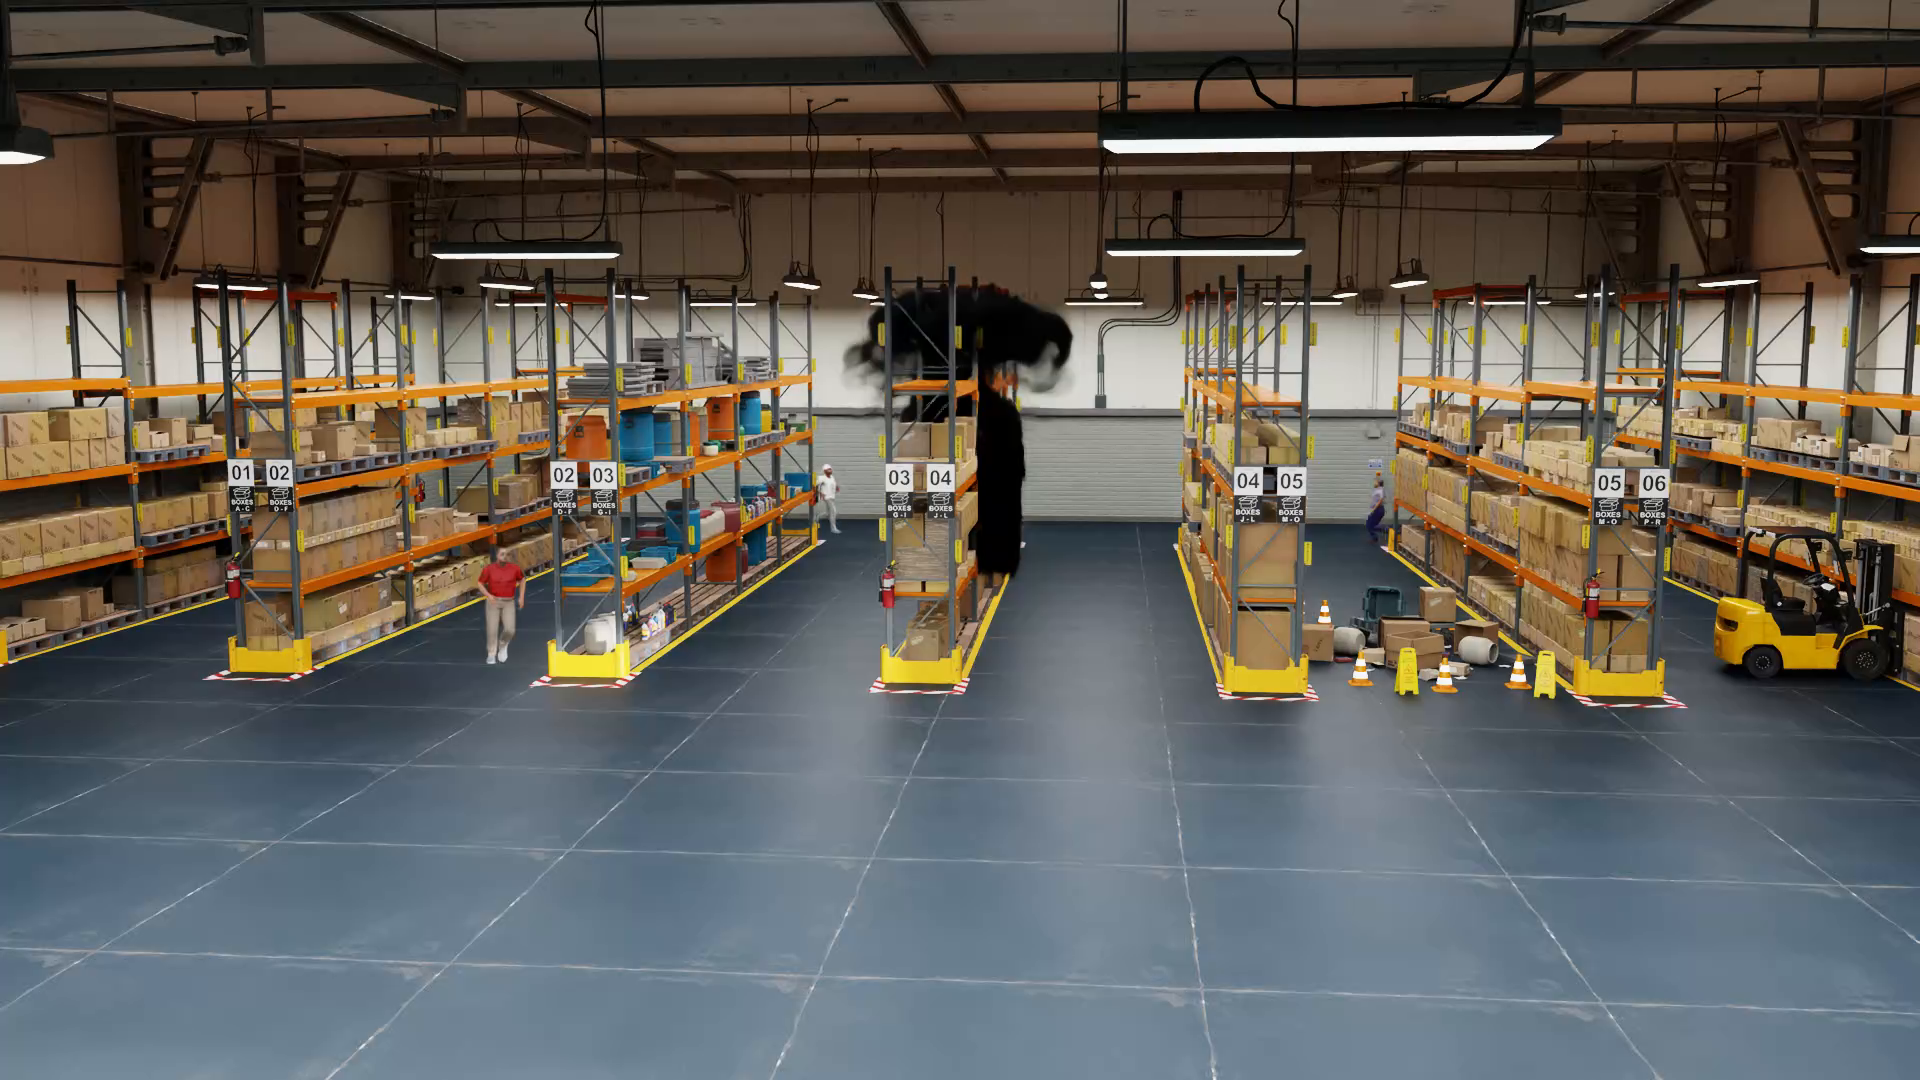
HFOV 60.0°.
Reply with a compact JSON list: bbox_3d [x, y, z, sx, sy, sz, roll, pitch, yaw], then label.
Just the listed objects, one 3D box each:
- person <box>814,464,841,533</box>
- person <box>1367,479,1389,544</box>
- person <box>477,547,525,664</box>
[{"bbox_3d":[-3.427,-1.071,42.889,0.843,1.767,0.689,3,8,25],"label":"person"},{"bbox_3d":[10.222,-0.688,40.456,0.622,1.616,0.636,2,7,16],"label":"person"},{"bbox_3d":[-6.650,0.954,24.216,0.707,1.707,0.523,-3,8,-25],"label":"person"}]
